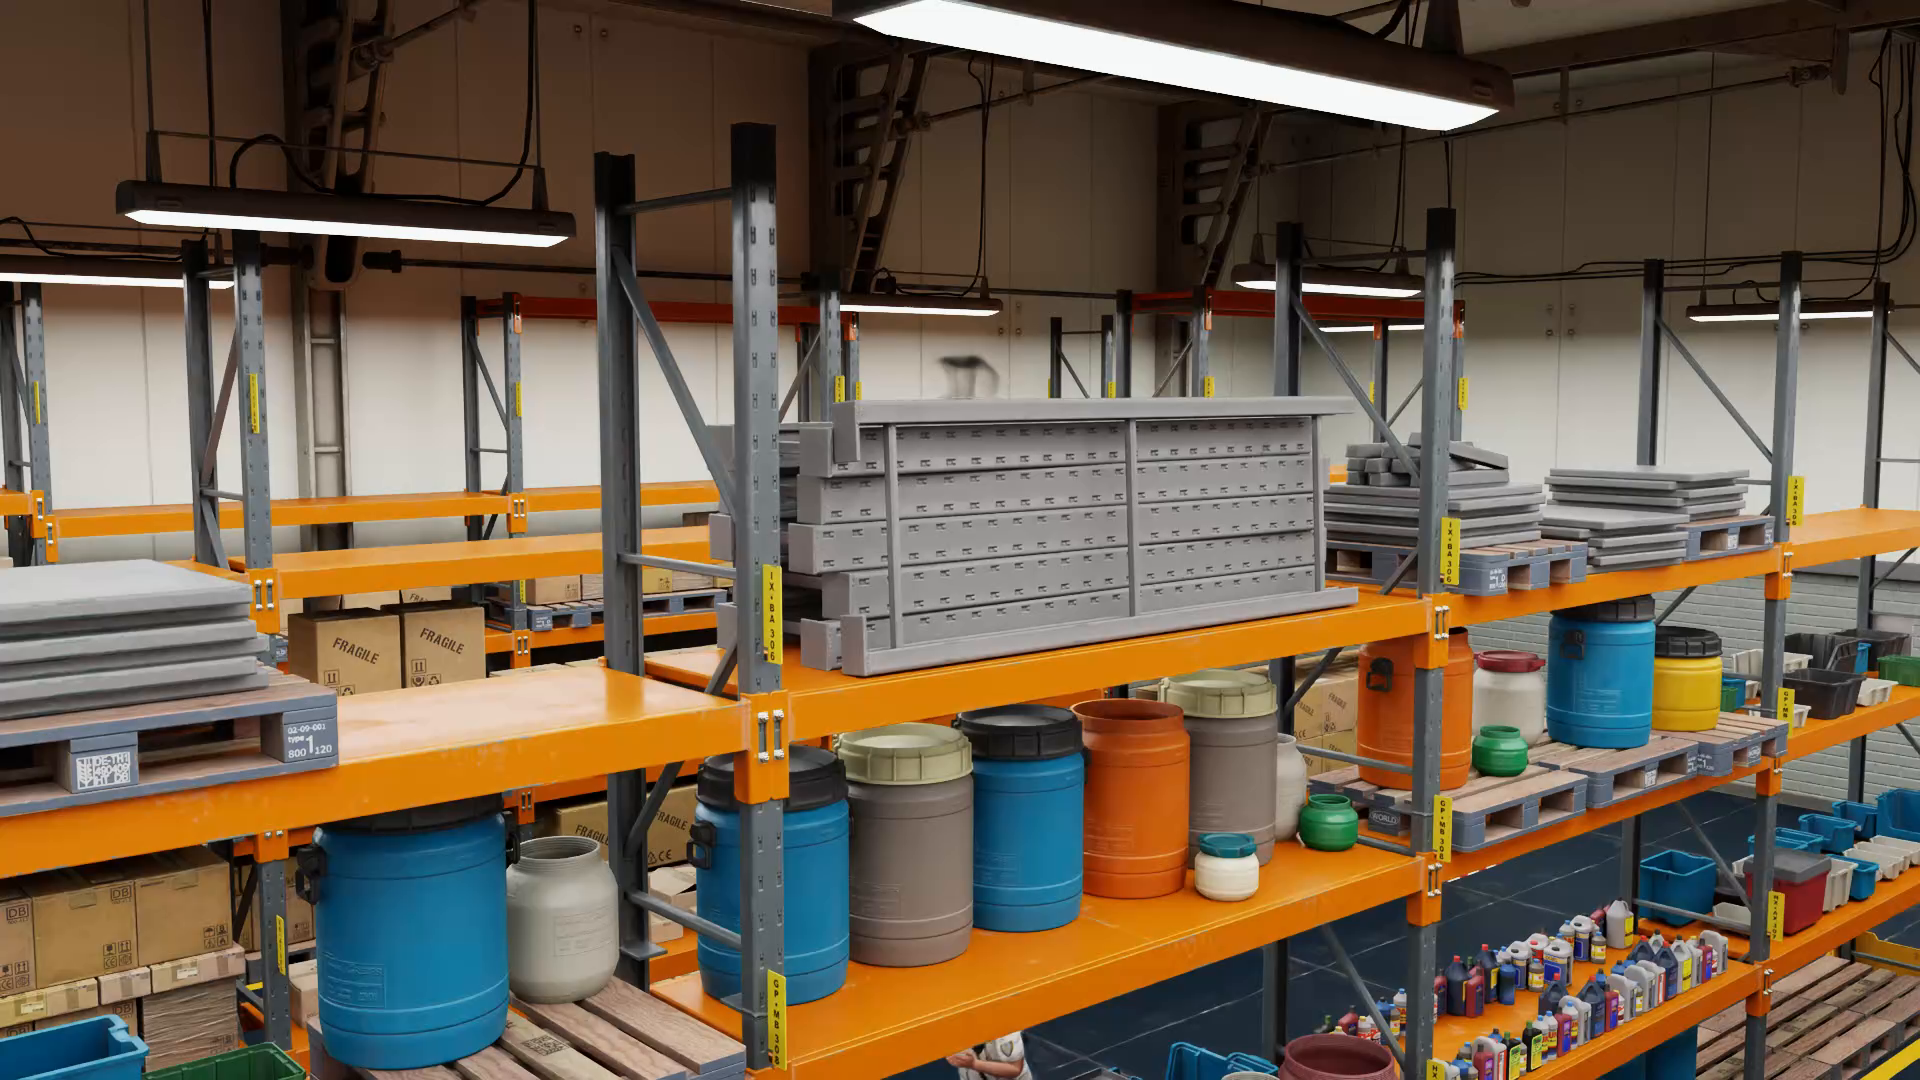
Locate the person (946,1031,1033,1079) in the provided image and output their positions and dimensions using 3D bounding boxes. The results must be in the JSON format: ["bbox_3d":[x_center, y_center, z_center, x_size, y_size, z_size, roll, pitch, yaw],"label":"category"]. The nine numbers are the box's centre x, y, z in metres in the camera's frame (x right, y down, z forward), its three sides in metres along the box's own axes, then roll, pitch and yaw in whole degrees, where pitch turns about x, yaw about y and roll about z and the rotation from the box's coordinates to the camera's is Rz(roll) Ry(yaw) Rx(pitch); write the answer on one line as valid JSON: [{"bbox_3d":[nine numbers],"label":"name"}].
[{"bbox_3d":[0.237,3.373,10.018,0.650,1.781,0.967,5,7,43],"label":"person"}]
